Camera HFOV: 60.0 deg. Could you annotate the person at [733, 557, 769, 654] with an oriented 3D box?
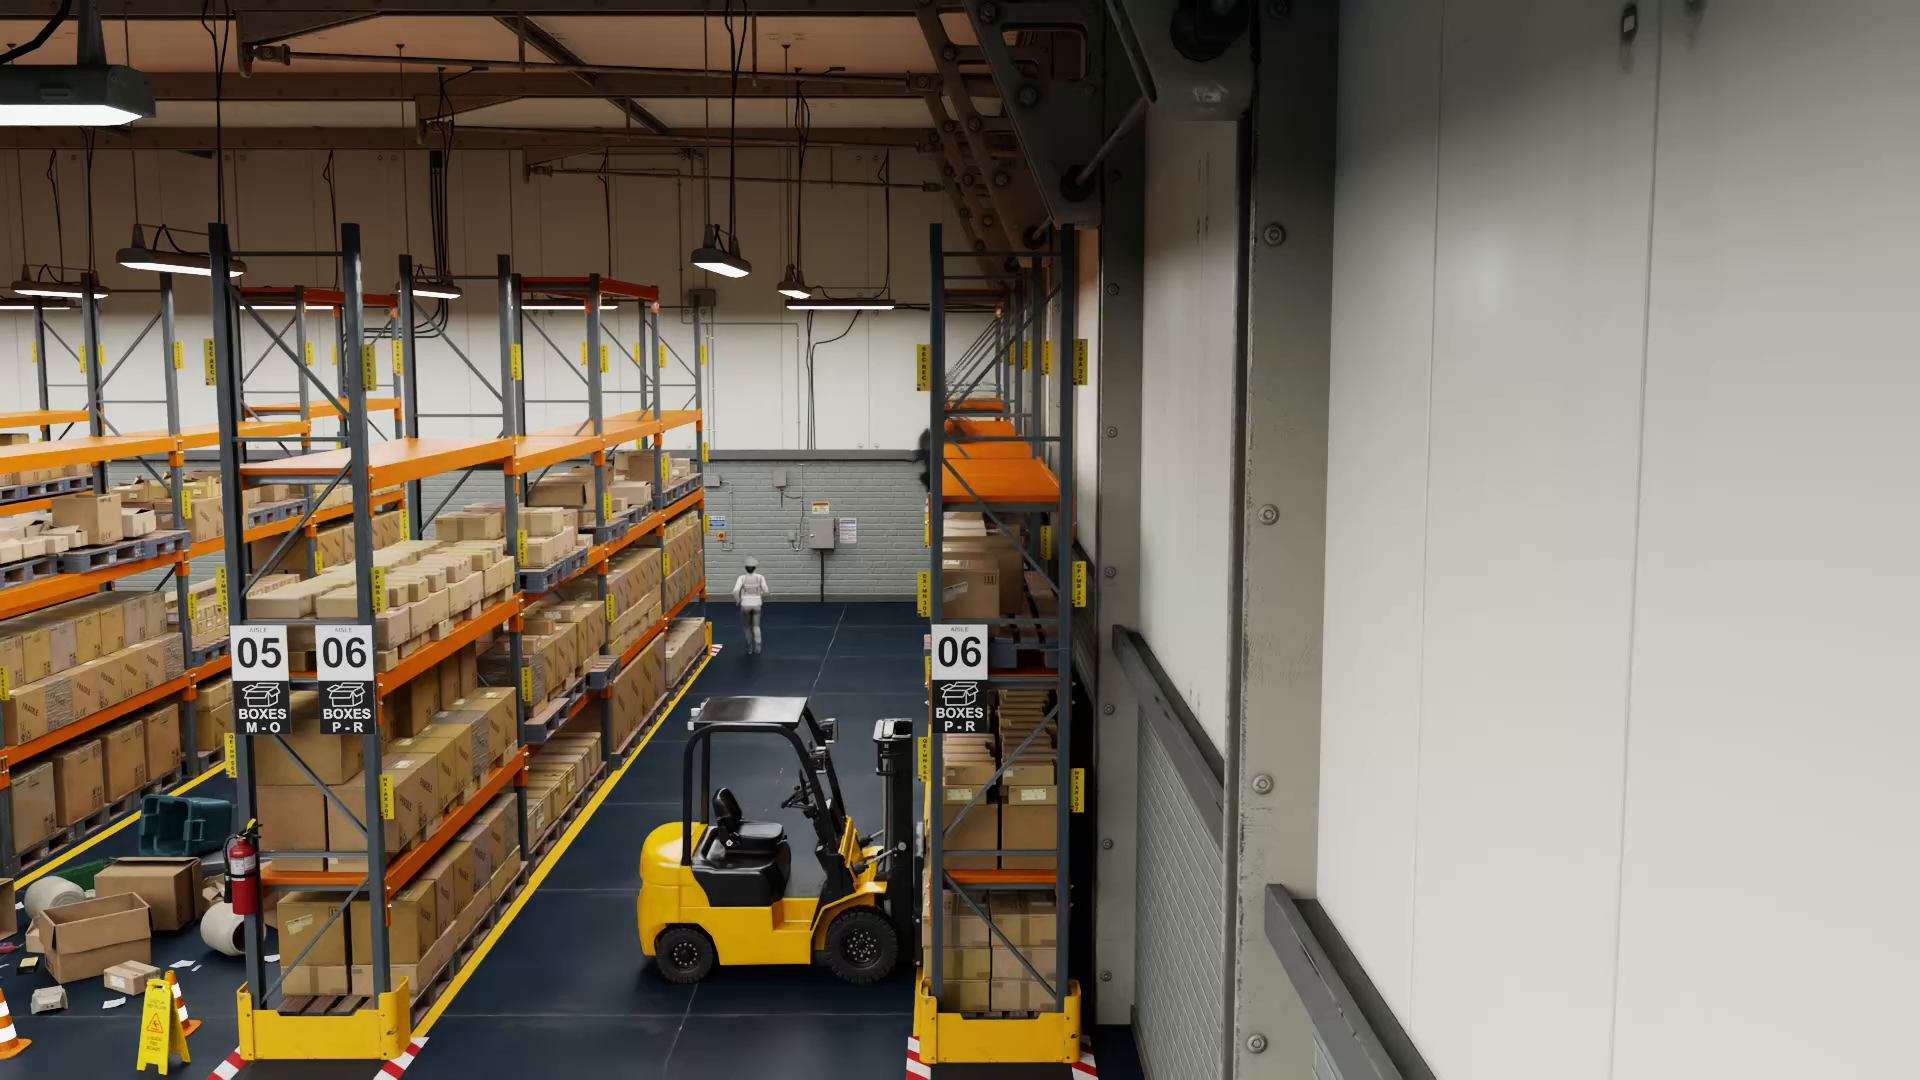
[{"bbox_3d":[-3.472,1.118,27.587,0.612,1.682,0.885,-2,7,-14],"label":"person"}]
